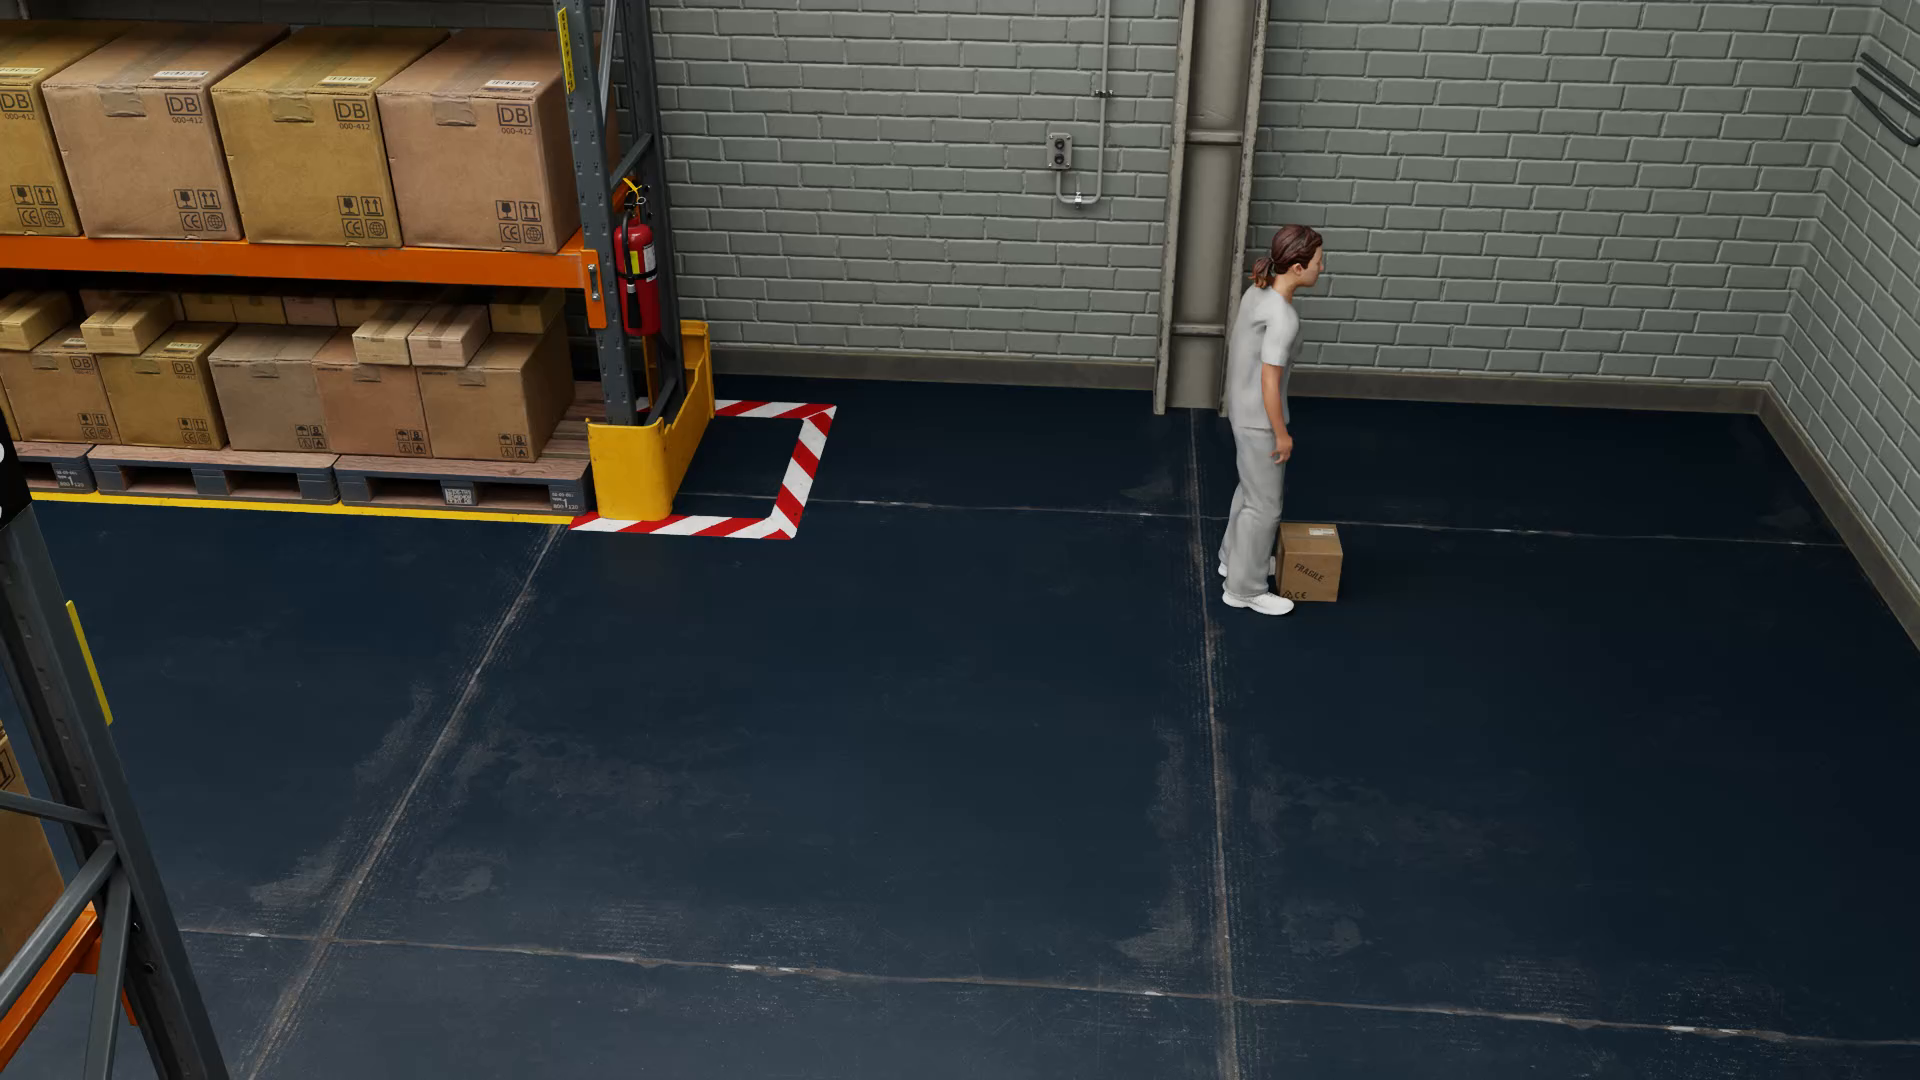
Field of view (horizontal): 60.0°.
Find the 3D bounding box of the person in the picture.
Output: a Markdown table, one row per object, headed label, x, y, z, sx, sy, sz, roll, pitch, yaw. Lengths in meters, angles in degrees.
| label | x | y | z | sx | sy | sz | roll | pitch | yaw |
| --- | --- | --- | --- | --- | --- | --- | --- | --- | --- |
| person | 1.286 | -0.512 | 6.959 | 0.355 | 1.668 | 0.512 | 1 | 32 | 2 |
